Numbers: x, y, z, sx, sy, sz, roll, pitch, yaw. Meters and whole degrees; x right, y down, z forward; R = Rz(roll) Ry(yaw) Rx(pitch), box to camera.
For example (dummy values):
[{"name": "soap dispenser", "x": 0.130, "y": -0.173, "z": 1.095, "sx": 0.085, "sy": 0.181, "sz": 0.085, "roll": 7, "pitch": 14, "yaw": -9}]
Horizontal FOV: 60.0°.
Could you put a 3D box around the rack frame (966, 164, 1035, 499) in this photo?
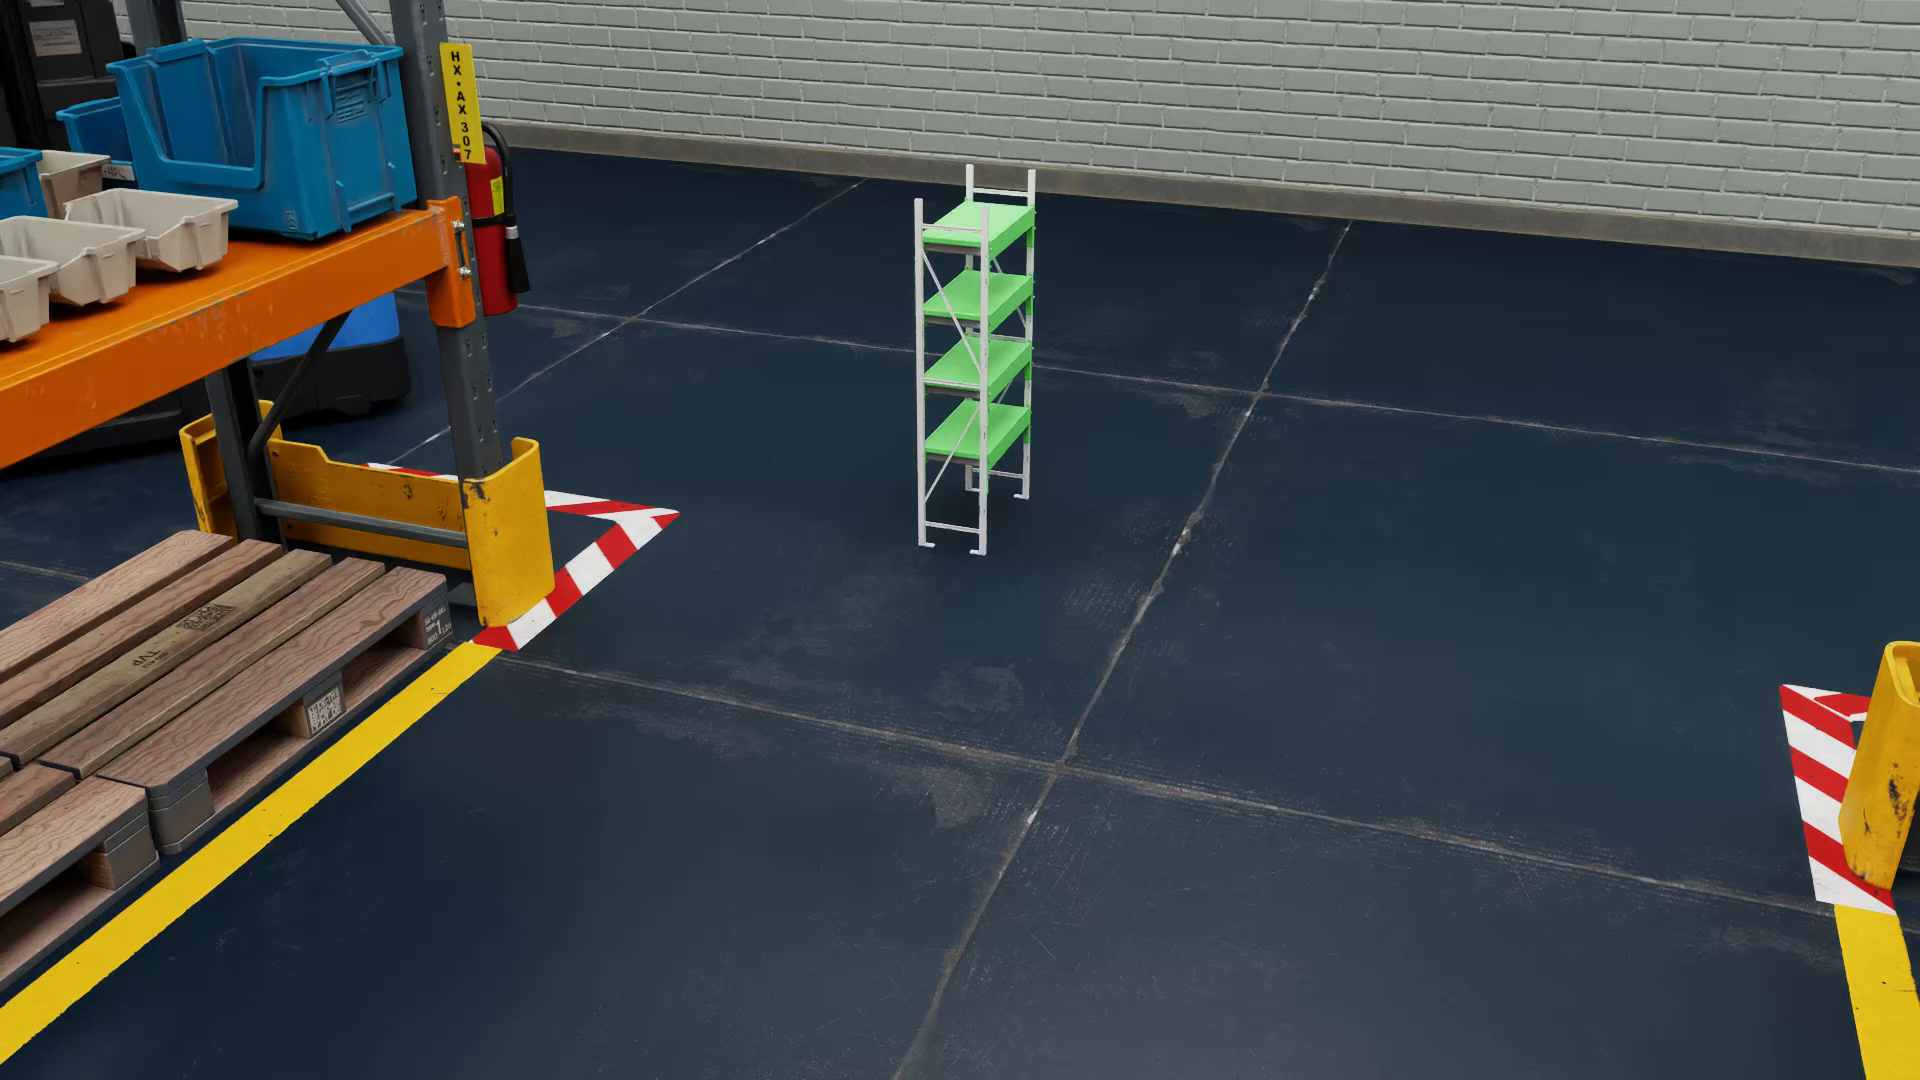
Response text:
[{"name": "rack frame", "x": 0.136, "y": -0.708, "z": 5.836, "sx": 0.240, "sy": 1.200, "sz": 0.015, "roll": 9, "pitch": 27, "yaw": 17}]

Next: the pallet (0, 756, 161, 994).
[{"name": "pallet", "x": -2.626, "y": 0.875, "z": 3.700, "sx": 1.003, "sy": 0.211, "sz": 1.213, "roll": 9, "pitch": 27, "yaw": 17}]

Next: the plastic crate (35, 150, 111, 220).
[{"name": "plastic crate", "x": -2.485, "y": -0.948, "z": 4.499, "sx": 0.250, "sy": 0.136, "sz": 0.298, "roll": 9, "pitch": 27, "yaw": 17}]

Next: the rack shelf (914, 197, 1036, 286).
[{"name": "rack shelf", "x": 0.055, "y": -0.983, "z": 5.448, "sx": 0.258, "sy": 0.148, "sz": 0.480, "roll": 9, "pitch": 27, "yaw": 17}]

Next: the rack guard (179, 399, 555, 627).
[{"name": "rack guard", "x": -1.912, "y": -0.099, "z": 5.382, "sx": 1.175, "sy": 0.500, "sz": 0.348, "roll": 9, "pitch": 27, "yaw": 17}]

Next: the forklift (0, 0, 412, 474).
[{"name": "forklift", "x": -3.812, "y": -1.746, "z": 5.993, "sx": 3.031, "sy": 2.935, "sz": 1.130, "roll": -13, "pitch": 29, "yaw": -24}]

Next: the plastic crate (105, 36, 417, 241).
[{"name": "plastic crate", "x": -1.843, "y": -1.091, "z": 4.452, "sx": 0.616, "sy": 0.435, "sz": 0.499, "roll": 9, "pitch": 27, "yaw": 17}]

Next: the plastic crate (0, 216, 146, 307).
[{"name": "plastic crate", "x": -2.118, "y": -0.643, "z": 3.869, "sx": 0.396, "sy": 0.136, "sz": 0.243, "roll": 9, "pitch": 27, "yaw": 17}]

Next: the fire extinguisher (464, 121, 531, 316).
[{"name": "fire extinguisher", "x": -1.429, "y": -1.006, "z": 4.903, "sx": 0.296, "sy": 0.674, "sz": 0.183, "roll": 9, "pitch": 27, "yaw": 17}]

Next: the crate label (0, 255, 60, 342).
[{"name": "crate label", "x": -2.188, "y": -0.525, "z": 3.625, "sx": 0.396, "sy": 0.136, "sz": 0.243, "roll": 9, "pitch": 27, "yaw": 17}]

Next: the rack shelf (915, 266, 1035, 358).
[{"name": "rack shelf", "x": 0.055, "y": -0.767, "z": 5.552, "sx": 0.258, "sy": 0.148, "sz": 0.480, "roll": 9, "pitch": 27, "yaw": 17}]

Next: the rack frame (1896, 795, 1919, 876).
[{"name": "rack frame", "x": 2.763, "y": -0.495, "z": 3.329, "sx": 1.000, "sy": 3.000, "sz": 0.127, "roll": 9, "pitch": 27, "yaw": 17}]

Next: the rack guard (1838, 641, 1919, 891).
[{"name": "rack guard", "x": 2.771, "y": 0.621, "z": 3.894, "sx": 1.175, "sy": 0.500, "sz": 0.348, "roll": 9, "pitch": 27, "yaw": 17}]

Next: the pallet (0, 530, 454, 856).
[{"name": "pallet", "x": -2.219, "y": 0.376, "z": 4.732, "sx": 1.003, "sy": 0.211, "sz": 1.213, "roll": 9, "pitch": 27, "yaw": 17}]

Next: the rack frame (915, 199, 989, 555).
[{"name": "rack frame", "x": -0.026, "y": -0.508, "z": 5.422, "sx": 0.240, "sy": 1.200, "sz": 0.015, "roll": 9, "pitch": 27, "yaw": 17}]

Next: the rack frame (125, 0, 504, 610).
[{"name": "rack frame", "x": -1.908, "y": -1.213, "z": 4.813, "sx": 1.000, "sy": 3.000, "sz": 0.127, "roll": 9, "pitch": 27, "yaw": 17}]

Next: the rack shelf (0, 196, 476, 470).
[{"name": "rack shelf", "x": -2.573, "y": -0.067, "z": 3.272, "sx": 1.077, "sy": 0.370, "sz": 4.000, "roll": 9, "pitch": 27, "yaw": 17}]

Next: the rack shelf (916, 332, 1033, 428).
[{"name": "rack shelf", "x": 0.055, "y": -0.551, "z": 5.657, "sx": 0.258, "sy": 0.148, "sz": 0.480, "roll": 9, "pitch": 27, "yaw": 17}]

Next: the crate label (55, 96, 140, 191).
[{"name": "crate label", "x": -2.300, "y": -1.111, "z": 4.725, "sx": 0.416, "sy": 0.233, "sz": 0.303, "roll": 9, "pitch": 27, "yaw": 17}]

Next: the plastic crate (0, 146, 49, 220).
[{"name": "plastic crate", "x": -2.519, "y": -0.840, "z": 4.166, "sx": 0.416, "sy": 0.233, "sz": 0.300, "roll": 9, "pitch": 27, "yaw": 17}]

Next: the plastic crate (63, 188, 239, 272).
[{"name": "plastic crate", "x": -2.008, "y": -0.760, "z": 4.111, "sx": 0.396, "sy": 0.136, "sz": 0.243, "roll": 9, "pitch": 27, "yaw": 17}]

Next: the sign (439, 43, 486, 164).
[{"name": "sign", "x": -1.384, "y": -1.213, "z": 4.626, "sx": 0.100, "sy": 0.325, "sz": 0.005, "roll": 9, "pitch": 27, "yaw": 17}]

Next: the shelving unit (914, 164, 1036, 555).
[{"name": "shelving unit", "x": 0.055, "y": -0.608, "z": 5.629, "sx": 0.258, "sy": 1.200, "sz": 0.503, "roll": 9, "pitch": 27, "yaw": 17}]

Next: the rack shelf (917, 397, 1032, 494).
[{"name": "rack shelf", "x": 0.055, "y": -0.335, "z": 5.761, "sx": 0.258, "sy": 0.148, "sz": 0.480, "roll": 9, "pitch": 27, "yaw": 17}]
